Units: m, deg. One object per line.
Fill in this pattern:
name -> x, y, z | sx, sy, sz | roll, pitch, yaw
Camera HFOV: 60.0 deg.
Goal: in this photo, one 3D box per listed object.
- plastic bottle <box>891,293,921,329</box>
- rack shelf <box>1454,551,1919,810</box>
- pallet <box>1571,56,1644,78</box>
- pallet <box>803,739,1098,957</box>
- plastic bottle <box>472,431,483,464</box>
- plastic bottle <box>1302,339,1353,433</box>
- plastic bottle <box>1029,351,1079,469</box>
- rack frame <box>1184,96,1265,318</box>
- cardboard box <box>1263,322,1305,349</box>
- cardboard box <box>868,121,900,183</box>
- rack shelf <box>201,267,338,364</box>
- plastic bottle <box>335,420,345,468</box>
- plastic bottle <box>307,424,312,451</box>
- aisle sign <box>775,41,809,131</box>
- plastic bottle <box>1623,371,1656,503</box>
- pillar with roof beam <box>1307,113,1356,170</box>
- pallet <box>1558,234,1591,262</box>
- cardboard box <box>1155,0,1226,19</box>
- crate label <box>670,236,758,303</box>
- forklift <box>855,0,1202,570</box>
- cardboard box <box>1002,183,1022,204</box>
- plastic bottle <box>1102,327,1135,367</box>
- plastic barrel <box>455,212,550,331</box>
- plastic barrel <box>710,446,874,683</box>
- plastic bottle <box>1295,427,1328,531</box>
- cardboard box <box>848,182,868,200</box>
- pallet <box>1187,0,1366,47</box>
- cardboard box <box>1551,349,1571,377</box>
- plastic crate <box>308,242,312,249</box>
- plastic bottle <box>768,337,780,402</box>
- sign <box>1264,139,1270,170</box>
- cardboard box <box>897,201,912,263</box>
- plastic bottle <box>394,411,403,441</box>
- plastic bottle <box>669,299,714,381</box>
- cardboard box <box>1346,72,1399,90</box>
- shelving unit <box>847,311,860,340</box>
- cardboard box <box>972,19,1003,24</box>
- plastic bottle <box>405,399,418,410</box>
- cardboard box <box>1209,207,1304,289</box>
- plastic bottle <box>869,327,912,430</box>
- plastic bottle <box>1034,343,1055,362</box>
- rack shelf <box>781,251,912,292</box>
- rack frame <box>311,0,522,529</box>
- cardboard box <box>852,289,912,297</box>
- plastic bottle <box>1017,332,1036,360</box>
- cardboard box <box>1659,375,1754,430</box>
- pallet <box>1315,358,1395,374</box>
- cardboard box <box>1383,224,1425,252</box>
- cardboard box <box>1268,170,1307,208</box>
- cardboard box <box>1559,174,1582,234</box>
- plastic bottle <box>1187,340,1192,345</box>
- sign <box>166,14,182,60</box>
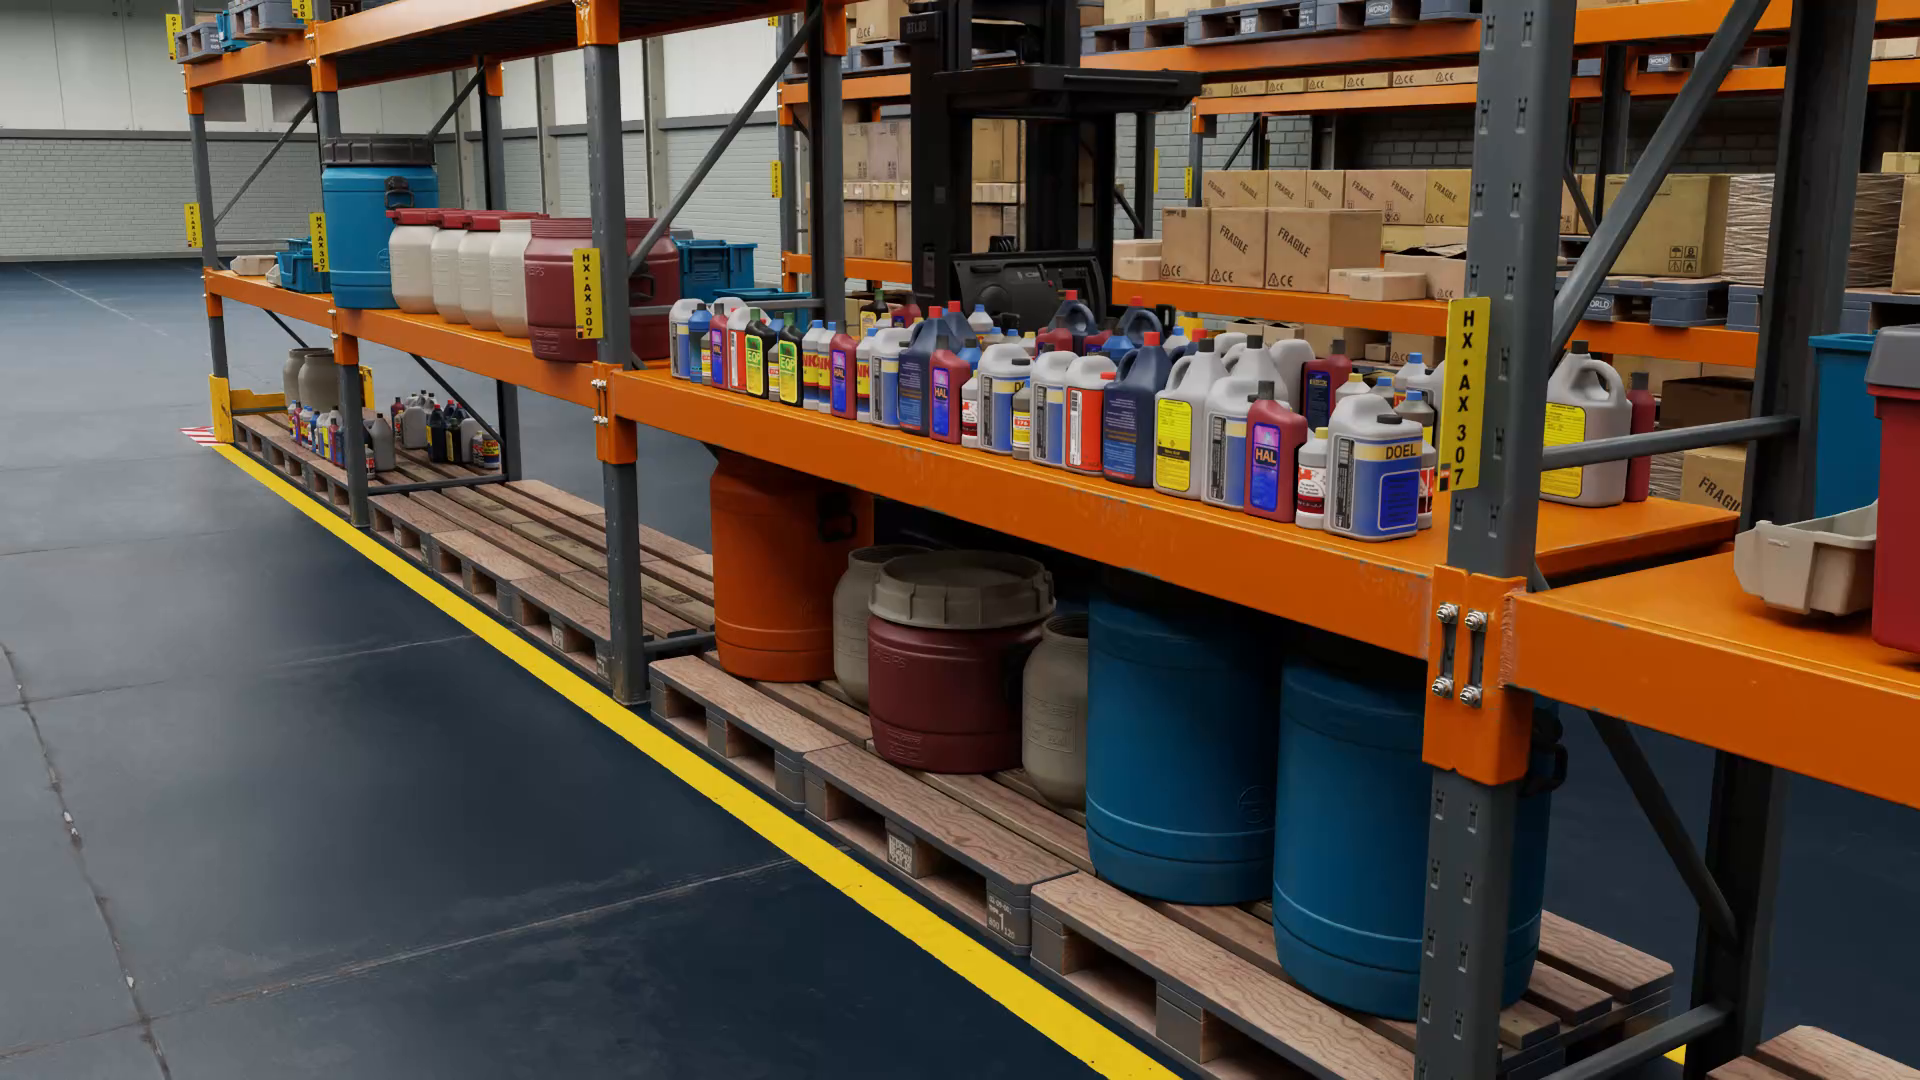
plastic bottle -> -0.197, -0.767, 6.121 | 0.061, 0.283, 0.133 | -8, 15, -33
rack shelf -> 2.420, 0.532, 1.591 | 1.077, 0.370, 4.000 | -8, 15, -33
pallet -> 5.380, -4.022, 14.149 | 1.213, 0.211, 1.003 | -8, 15, -33
pallet -> 0.239, 0.828, 5.082 | 1.003, 0.211, 1.213 | -8, 15, -33
plastic bottle -> -3.045, -0.590, 10.561 | 0.097, 0.201, 0.097 | 0, 12, 0
plastic bottle -> 0.972, -0.392, 4.405 | 0.061, 0.283, 0.133 | -8, 15, -33
plastic bottle -> 0.268, -0.325, 4.117 | 0.152, 0.276, 0.135 | -8, 15, -33
rack frame -> 2.911, -3.482, 18.262 | 1.000, 3.000, 0.127 | -8, 15, -33
cardboard box -> 3.535, -2.148, 17.428 | 0.500, 0.311, 0.500 | -7, 14, -28
cardboard box -> -0.358, -3.301, 14.165 | 0.700, 0.500, 0.500 | -8, 15, -33
rack shelf -> -4.229, -1.602, 11.351 | 1.077, 0.370, 4.000 | -8, 15, -33
plastic bottle -> -3.824, -0.633, 10.407 | 0.144, 0.351, 0.185 | -9, 15, -36
plastic bottle -> -4.292, -0.701, 11.068 | 0.097, 0.201, 0.097 | 0, 12, 0
aisle sign -> -1.503, -4.140, 15.188 | 0.394, 0.787, 0.004 | -8, 15, -33
plastic bottle -> 1.464, -0.234, 3.683 | 0.061, 0.283, 0.133 | -8, 15, -33
pillar with roof beam -> 0.435, -5.881, 15.190 | 9.100, 9.000, 0.400 | -8, 15, -33
pallet -> 5.429, -2.524, 14.330 | 1.003, 0.211, 1.213 | -8, 15, -33
cardboard box -> 1.645, -3.573, 11.024 | 0.500, 0.250, 0.500 | -10, 16, -38
crate label -> -1.230, -1.112, 7.345 | 0.502, 0.435, 0.616 | -8, 15, -33
forklift -> 0.491, -1.285, 8.379 | 1.130, 2.935, 3.031 | -9, 15, -35
cardboard box -> 0.541, -2.616, 12.552 | 0.380, 0.149, 0.250 | -8, 15, -34
plastic bottle -> 0.462, -0.487, 4.868 | 0.097, 0.271, 0.097 | 0, 12, 0
plastic barrel -> -2.127, -1.261, 7.787 | 0.433, 0.535, 0.433 | 0, 12, 0
plastic barrel -> -0.619, 0.054, 6.192 | 0.600, 0.830, 0.708 | -8, 15, -33
plastic bottle -> 0.737, -0.127, 3.387 | 0.097, 0.201, 0.097 | 0, 12, 0
cardboard box -> -0.749, -3.029, 14.439 | 0.380, 0.149, 0.250 | -8, 15, -34
pallet -> 2.149, -3.154, 10.183 | 1.003, 0.211, 1.213 | -7, 14, -30
cardboard box -> 5.548, -1.635, 14.640 | 0.700, 0.500, 0.500 | -8, 14, -31
plastic crate -> -4.455, -2.067, 12.140 | 0.499, 0.251, 0.408 | -8, 15, -33
plastic bottle -> -0.562, -0.544, 5.295 | 0.097, 0.201, 0.097 | 0, 12, 0
sign -> 3.384, -4.264, 18.389 | 0.100, 0.325, 0.005 | -8, 15, -33
cardboard box -> -0.103, -2.584, 13.923 | 0.700, 0.500, 0.500 | -8, 14, -31
plastic bottle -> -3.854, -0.792, 11.481 | 0.097, 0.201, 0.097 | 0, 12, 0
plastic bottle -> -0.934, -0.711, 5.880 | 0.152, 0.276, 0.135 | -8, 15, -33
cardboard box -> 4.033, -4.541, 15.801 | 0.500, 0.500, 0.500 | -9, 15, -35
shelving unit -> -0.554, -0.747, 9.971 | 0.258, 1.200, 0.503 | -9, 15, -35
cardboard box -> 0.109, -3.982, 12.805 | 0.380, 0.149, 0.250 | -8, 15, -33
plastic bottle -> -3.761, -0.846, 11.555 | 0.152, 0.276, 0.135 | -9, 15, -34
cardboard box -> 1.986, -1.911, 10.845 | 0.500, 0.500, 0.500 | -8, 15, -33
plastic bottle -> -0.165, -0.464, 4.753 | 0.152, 0.276, 0.135 | -8, 15, -33
plastic bottle -> 0.233, -0.382, 4.388 | 0.097, 0.271, 0.097 | 0, 12, 0
rack shelf -> -0.103, -2.188, 14.029 | 1.077, 0.370, 4.000 | -8, 15, -33
rack frame -> -3.121, -1.598, 9.647 | 1.000, 3.000, 0.127 | -8, 15, -33
cardboard box -> -0.666, -2.063, 15.472 | 0.500, 0.500, 0.500 | -8, 15, -33
plastic bottle -> 0.229, -0.583, 5.472 | 0.097, 0.201, 0.097 | 0, 12, 0
cardboard box -> 3.970, -0.684, 8.535 | 0.500, 0.250, 0.500 | -7, 14, -31
pallet -> 4.045, -1.741, 16.827 | 1.003, 0.211, 1.213 | -8, 15, -33
cardboard box -> 4.343, -2.845, 15.654 | 0.500, 0.250, 0.500 | -8, 15, -33
cardboard box -> 3.471, -3.483, 16.814 | 0.500, 0.500, 0.500 | -9, 15, -35
cardboard box -> 5.380, -2.940, 14.519 | 0.700, 0.500, 0.500 | -8, 15, -33
plastic bottle -> 0.690, -0.469, 4.788 | 0.097, 0.271, 0.097 | 0, 12, 0
sign -> -5.797, -3.715, 12.285 | 0.100, 0.325, 0.005 | -8, 15, -33
